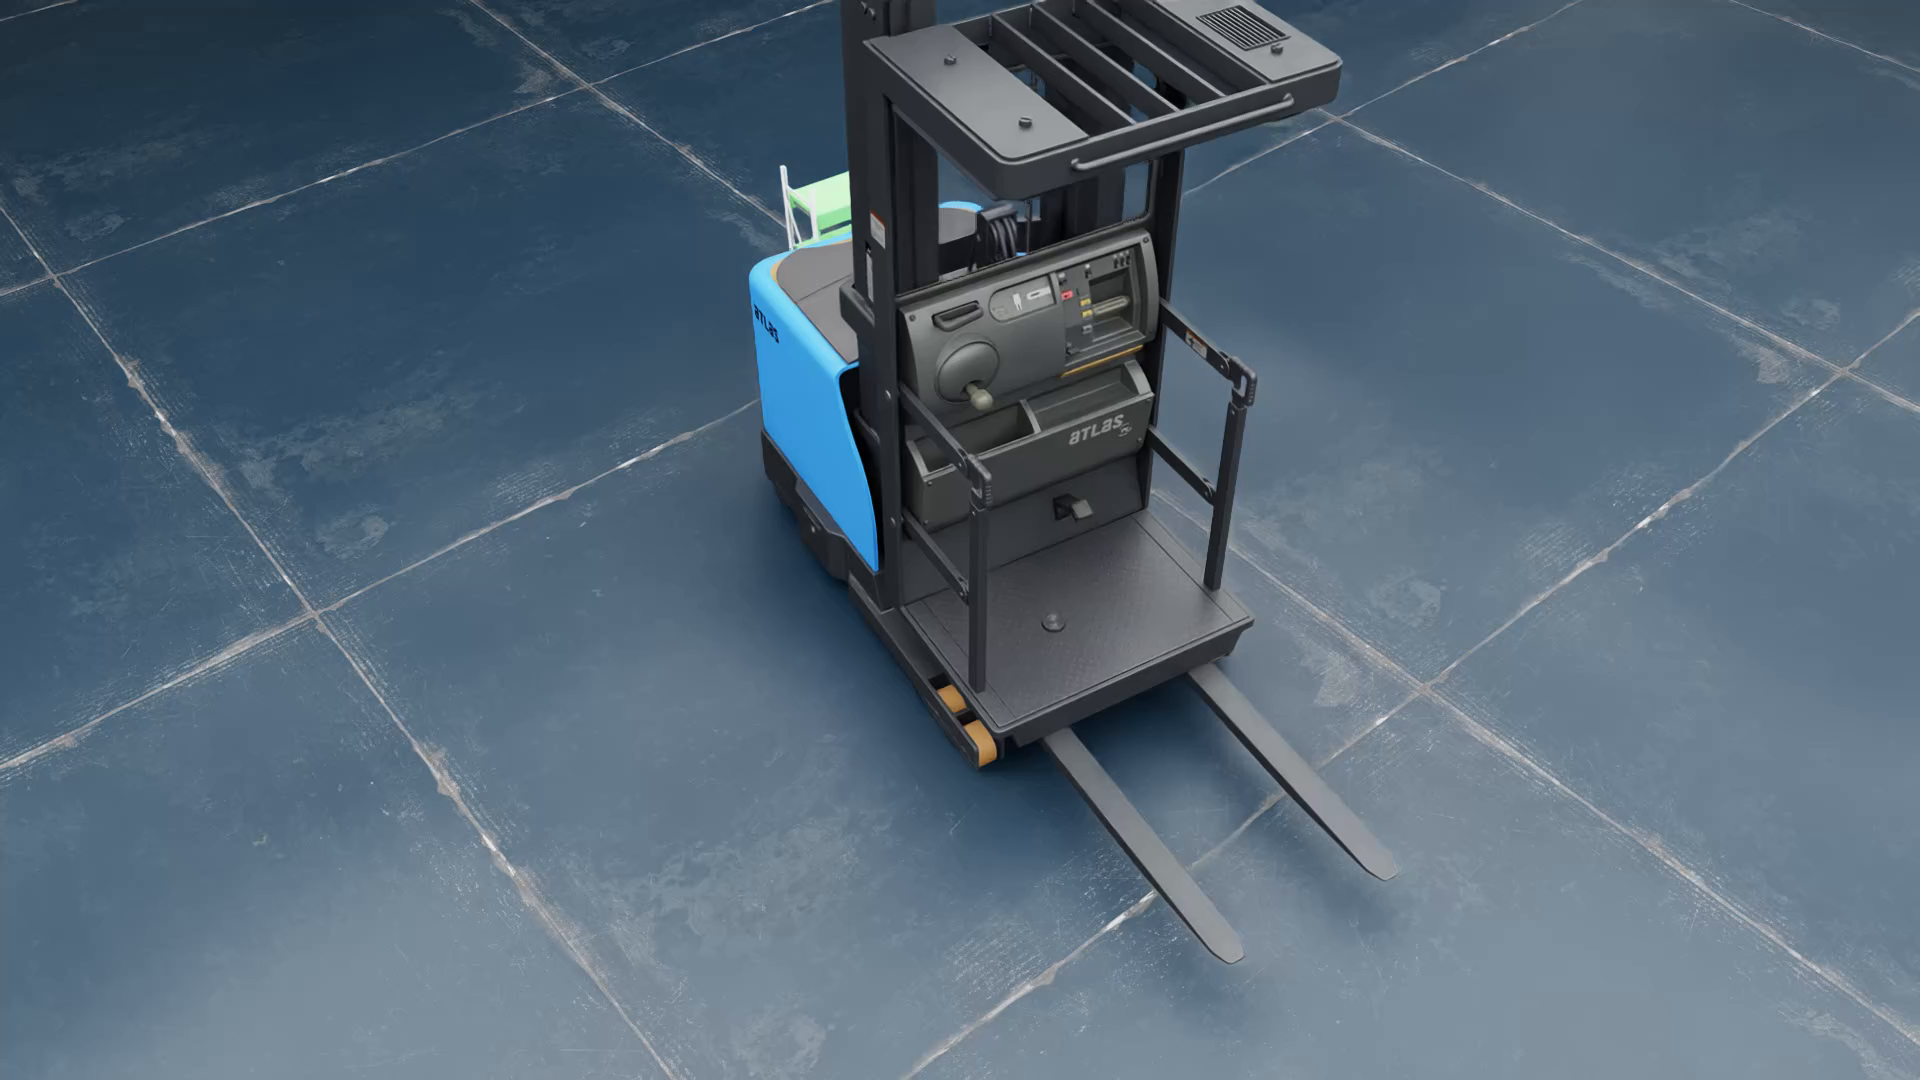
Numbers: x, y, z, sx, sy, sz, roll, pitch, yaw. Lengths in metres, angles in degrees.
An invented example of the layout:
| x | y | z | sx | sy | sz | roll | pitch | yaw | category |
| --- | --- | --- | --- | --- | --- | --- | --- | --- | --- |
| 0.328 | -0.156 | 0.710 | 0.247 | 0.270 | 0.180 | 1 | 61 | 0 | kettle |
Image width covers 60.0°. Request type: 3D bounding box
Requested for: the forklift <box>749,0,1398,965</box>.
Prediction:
| x | y | z | sx | sy | sz | roll | pitch | yaw | category |
| --- | --- | --- | --- | --- | --- | --- | --- | --- | --- |
| 0.354 | -0.628 | 5.277 | 1.130 | 2.935 | 3.031 | -22 | 47 | -21 | forklift |

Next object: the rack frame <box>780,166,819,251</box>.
| x | y | z | sx | sy | sz | roll | pitch | yaw | category |
| --- | --- | --- | --- | --- | --- | --- | --- | --- | --- |
| -0.616 | -0.958 | 6.881 | 0.015 | 1.200 | 0.240 | -25 | 45 | -24 | rack frame |

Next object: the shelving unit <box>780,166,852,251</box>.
| x | y | z | sx | sy | sz | roll | pitch | yaw | category |
| --- | --- | --- | --- | --- | --- | --- | --- | --- | --- |
| -0.414 | -1.052 | 6.982 | 0.503 | 1.200 | 0.258 | -25 | 45 | -24 | shelving unit |

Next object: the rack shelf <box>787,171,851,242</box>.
| x | y | z | sx | sy | sz | roll | pitch | yaw | category |
| --- | --- | --- | --- | --- | --- | --- | --- | --- | --- |
| -0.429 | -1.370 | 6.714 | 0.480 | 0.148 | 0.258 | -25 | 45 | -24 | rack shelf |

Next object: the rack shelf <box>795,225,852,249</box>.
| x | y | z | sx | sy | sz | roll | pitch | yaw | category |
| --- | --- | --- | --- | --- | --- | --- | --- | --- | --- |
| -0.420 | -1.186 | 6.868 | 0.480 | 0.148 | 0.258 | -25 | 45 | -24 | rack shelf |
